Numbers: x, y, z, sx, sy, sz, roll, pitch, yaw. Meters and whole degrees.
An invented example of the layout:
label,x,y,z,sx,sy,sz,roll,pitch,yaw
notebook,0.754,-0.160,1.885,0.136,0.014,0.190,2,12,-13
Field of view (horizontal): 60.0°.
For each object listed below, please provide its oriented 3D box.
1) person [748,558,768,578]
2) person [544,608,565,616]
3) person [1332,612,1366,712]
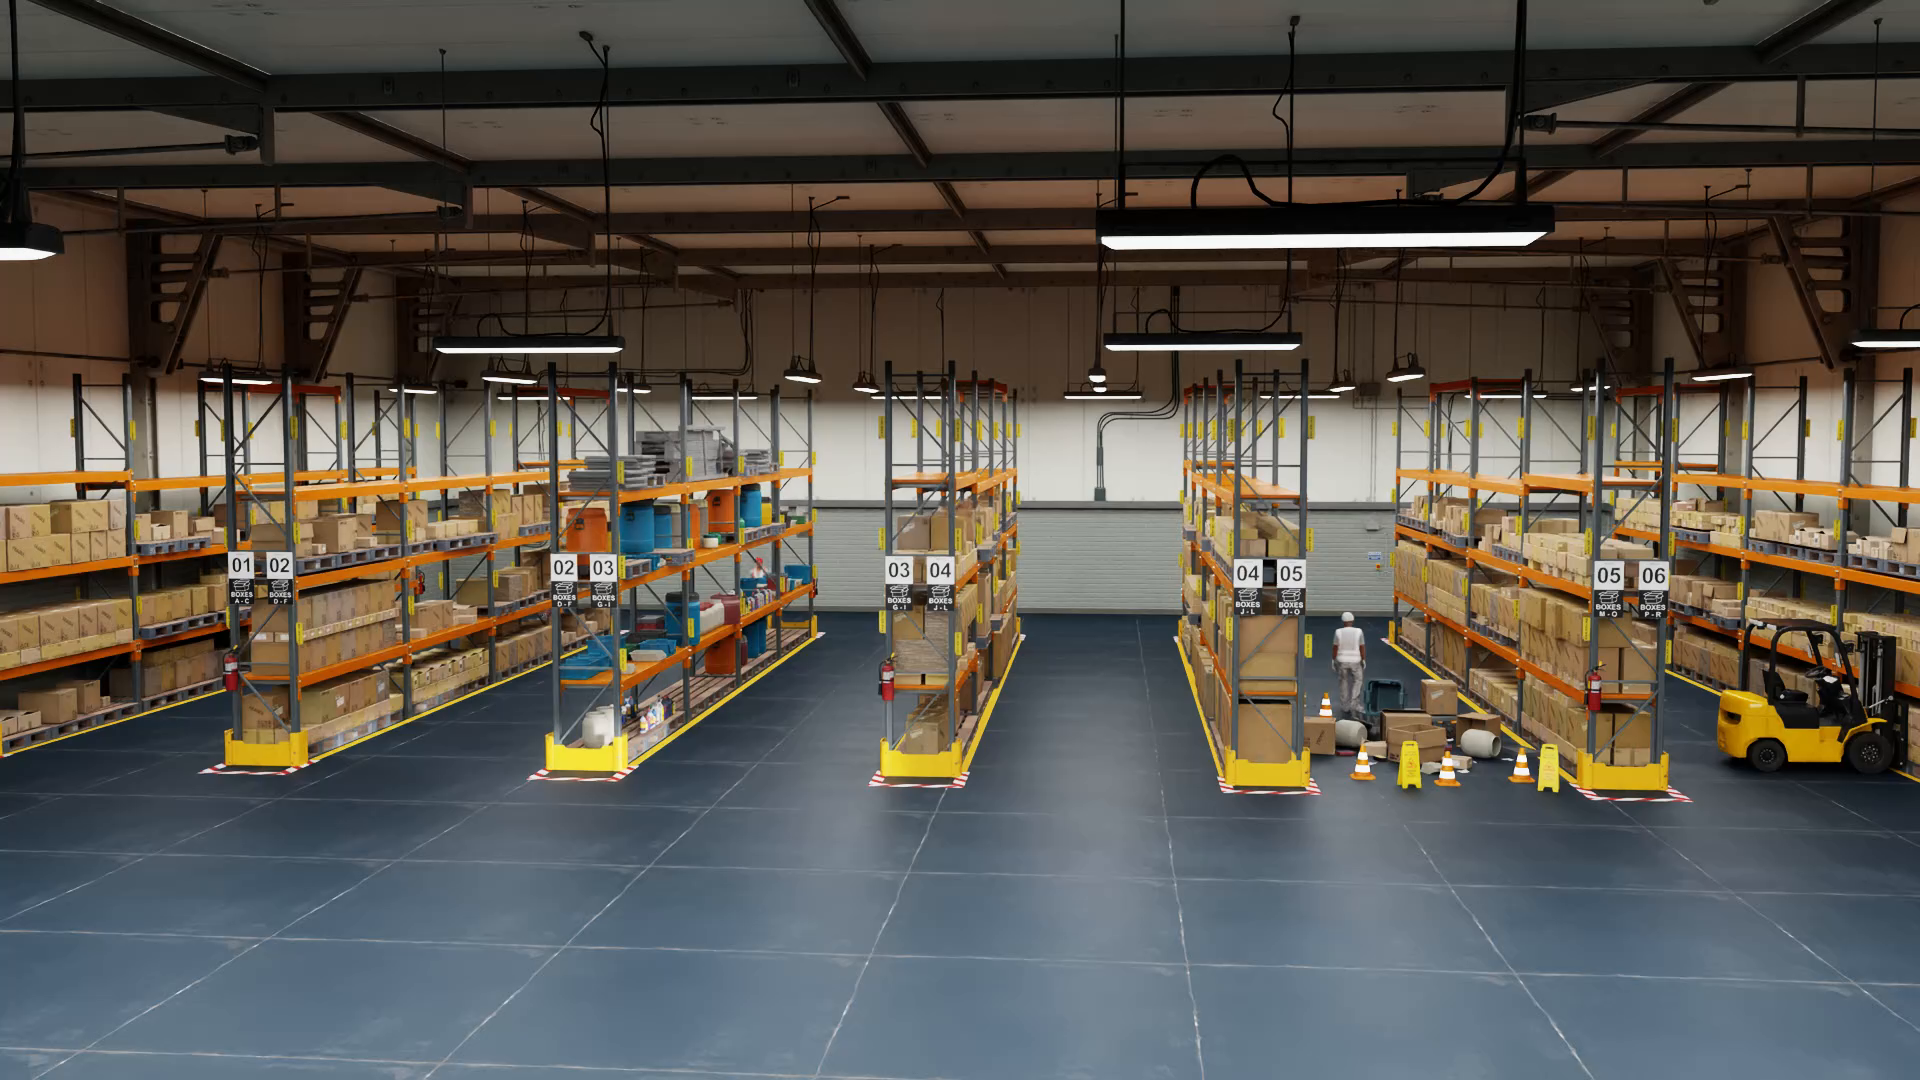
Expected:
label,x,y,z,sx,sy,sz,roll,pitch,yaw
person,-5.150,1.323,42.395,0.552,1.738,1.021,1,4,14
person,-10.468,1.337,43.207,0.946,1.633,0.444,2,4,30
person,6.922,2.173,29.607,0.585,1.782,0.536,1,4,12
